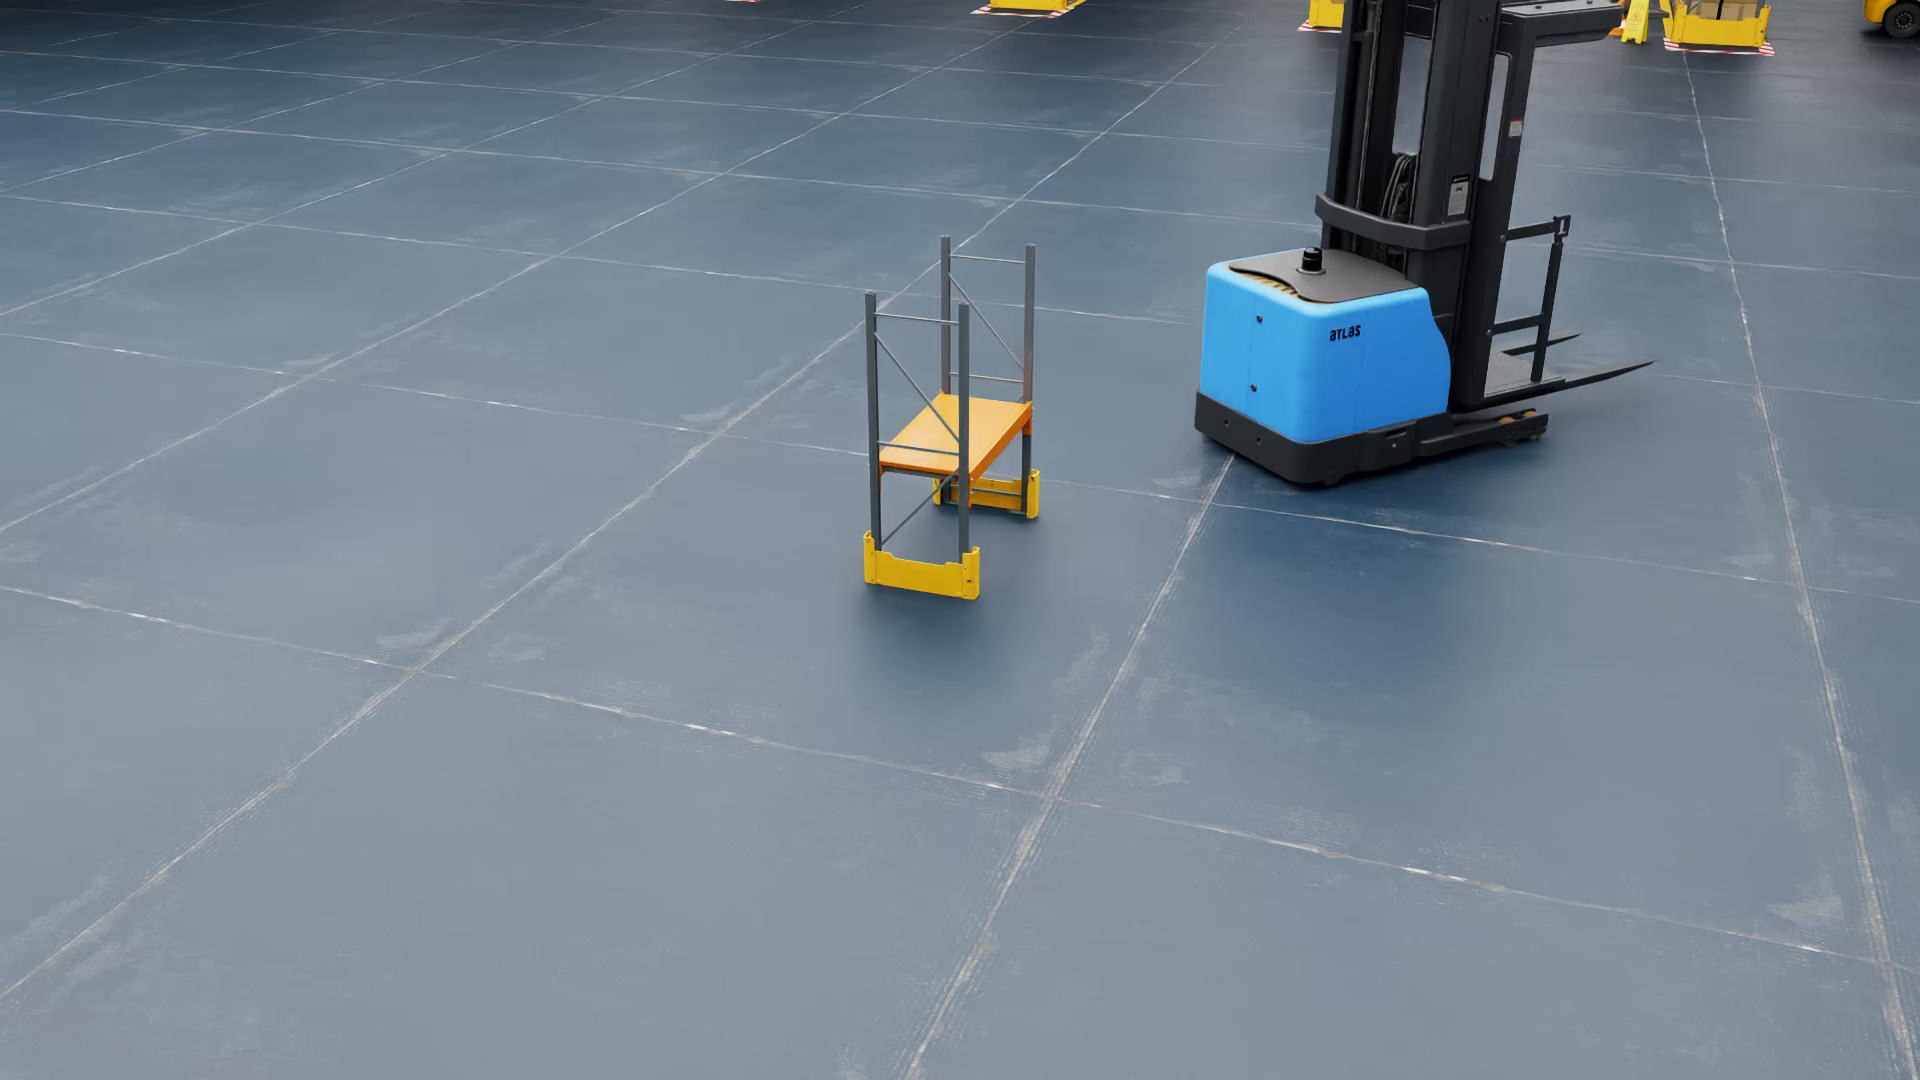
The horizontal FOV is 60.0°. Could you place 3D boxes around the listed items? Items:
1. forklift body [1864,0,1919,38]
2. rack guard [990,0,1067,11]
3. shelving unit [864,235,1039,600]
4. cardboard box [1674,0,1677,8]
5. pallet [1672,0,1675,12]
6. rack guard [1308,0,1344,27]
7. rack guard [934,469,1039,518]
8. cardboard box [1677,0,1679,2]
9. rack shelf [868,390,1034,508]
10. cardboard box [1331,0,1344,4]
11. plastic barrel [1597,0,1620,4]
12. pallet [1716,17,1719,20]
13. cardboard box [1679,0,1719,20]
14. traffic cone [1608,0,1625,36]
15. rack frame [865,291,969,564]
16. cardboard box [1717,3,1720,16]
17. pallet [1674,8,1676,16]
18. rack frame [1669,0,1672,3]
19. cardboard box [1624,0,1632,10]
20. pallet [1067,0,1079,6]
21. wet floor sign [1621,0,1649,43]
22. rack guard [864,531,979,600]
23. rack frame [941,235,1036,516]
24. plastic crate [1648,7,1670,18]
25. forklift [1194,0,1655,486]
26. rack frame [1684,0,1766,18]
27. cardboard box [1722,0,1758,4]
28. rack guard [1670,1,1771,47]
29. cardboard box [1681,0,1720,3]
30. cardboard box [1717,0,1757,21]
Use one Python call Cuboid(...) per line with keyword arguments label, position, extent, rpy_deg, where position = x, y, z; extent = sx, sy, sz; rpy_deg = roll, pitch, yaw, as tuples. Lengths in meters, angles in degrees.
Cuboid(label="forklift body", position=(13.976, -8.108, 23.027), extent=(2.313, 2.155, 1.214), rpy_deg=(9, 27, 17))
Cuboid(label="rack guard", position=(1.063, -8.508, 25.747), extent=(1.175, 0.500, 0.348), rpy_deg=(9, 27, 17))
Cuboid(label="shelving unit", position=(-0.025, -0.644, 8.358), extent=(0.587, 1.500, 1.083), rpy_deg=(9, 27, 17))
Cuboid(label="cardboard box", position=(10.747, -7.914, 24.327), extent=(0.500, 0.250, 0.500), rpy_deg=(8, 27, 16))
Cuboid(label="pallet", position=(11.524, -8.272, 25.592), extent=(1.003, 0.211, 1.213), rpy_deg=(9, 27, 17))
Cuboid(label="rack guard", position=(5.673, -7.706, 24.091), extent=(1.175, 0.500, 0.348), rpy_deg=(9, 27, 17))
Cuboid(label="rack guard", position=(0.140, -0.286, 9.054), extent=(0.587, 0.250, 0.087), rpy_deg=(9, 27, 17))
Cuboid(label="cardboard box", position=(10.578, -7.699, 23.882), extent=(0.500, 0.250, 0.500), rpy_deg=(9, 27, 18))
Cuboid(label="rack shelf", position=(-0.028, -0.478, 8.429), extent=(0.538, 0.185, 1.000), rpy_deg=(9, 27, 17))
Cuboid(label="cardboard box", position=(5.845, -8.361, 24.534), extent=(0.875, 0.875, 0.875), rpy_deg=(9, 27, 18))
Cuboid(label="plastic barrel", position=(9.643, -8.073, 24.938), extent=(0.421, 0.421, 0.512), rpy_deg=(-14, 29, -27))
Cuboid(label="pallet", position=(10.712, -7.269, 23.521), extent=(1.003, 0.211, 1.213), rpy_deg=(9, 27, 17))
Cuboid(label="cardboard box", position=(10.406, -7.497, 23.465), extent=(0.500, 0.250, 0.500), rpy_deg=(9, 27, 17))
Cuboid(label="traffic cone", position=(9.310, -7.386, 23.474), extent=(0.336, 0.463, 0.334), rpy_deg=(9, 27, 17))
Cuboid(label="rack frame", position=(-0.198, -0.431, 7.919), extent=(0.500, 1.500, 0.032), rpy_deg=(9, 27, 17))
Cuboid(label="cardboard box", position=(11.089, -7.616, 23.711), extent=(0.500, 0.250, 0.500), rpy_deg=(10, 27, 19))
Cuboid(label="pallet", position=(11.120, -7.769, 24.553), extent=(1.003, 0.211, 1.213), rpy_deg=(9, 27, 17))
Cuboid(label="rack frame", position=(11.714, -9.808, 25.565), extent=(1.000, 3.000, 0.127), rpy_deg=(9, 27, 17))
Cuboid(label="cardboard box", position=(10.074, -8.441, 25.607), extent=(0.500, 0.500, 0.500), rpy_deg=(-14, 29, -27))
Cuboid(label="pallet", position=(1.367, -8.706, 26.489), extent=(1.003, 0.211, 1.213), rpy_deg=(9, 27, 17))
Cuboid(label="wet floor sign", position=(9.311, -7.182, 22.842), extent=(0.267, 0.644, 0.232), rpy_deg=(20, 32, 35))
Cuboid(label="rack guard", position=(-0.191, 0.123, 8.208), extent=(0.587, 0.250, 0.087), rpy_deg=(9, 27, 17))
Cuboid(label="rack frame", position=(0.141, -0.849, 8.782), extent=(0.500, 1.500, 0.032), rpy_deg=(9, 27, 17))
Cuboid(label="plastic crate", position=(10.418, -7.968, 25.114), extent=(0.402, 0.080, 0.583), rpy_deg=(0, 26, -1))
Cuboid(label="forklift", position=(2.947, -2.070, 9.662), extent=(3.031, 2.935, 1.130), rpy_deg=(-14, 29, -26))
Cuboid(label="rack frame", position=(10.383, -8.164, 22.170), extent=(1.000, 3.000, 0.127), rpy_deg=(9, 27, 17))
Cuboid(label="cardboard box", position=(10.920, -7.754, 23.136), extent=(0.500, 0.500, 0.500), rpy_deg=(8, 27, 16))
Cuboid(label="rack guard", position=(10.408, -7.070, 22.779), extent=(1.175, 0.500, 0.348), rpy_deg=(9, 27, 17))
Cuboid(label="cardboard box", position=(10.404, -7.820, 23.272), extent=(0.500, 0.500, 0.500), rpy_deg=(9, 27, 18))
Cuboid(label="cardboard box", position=(10.912, -7.407, 23.280), extent=(0.500, 0.250, 0.500), rpy_deg=(9, 27, 17))
